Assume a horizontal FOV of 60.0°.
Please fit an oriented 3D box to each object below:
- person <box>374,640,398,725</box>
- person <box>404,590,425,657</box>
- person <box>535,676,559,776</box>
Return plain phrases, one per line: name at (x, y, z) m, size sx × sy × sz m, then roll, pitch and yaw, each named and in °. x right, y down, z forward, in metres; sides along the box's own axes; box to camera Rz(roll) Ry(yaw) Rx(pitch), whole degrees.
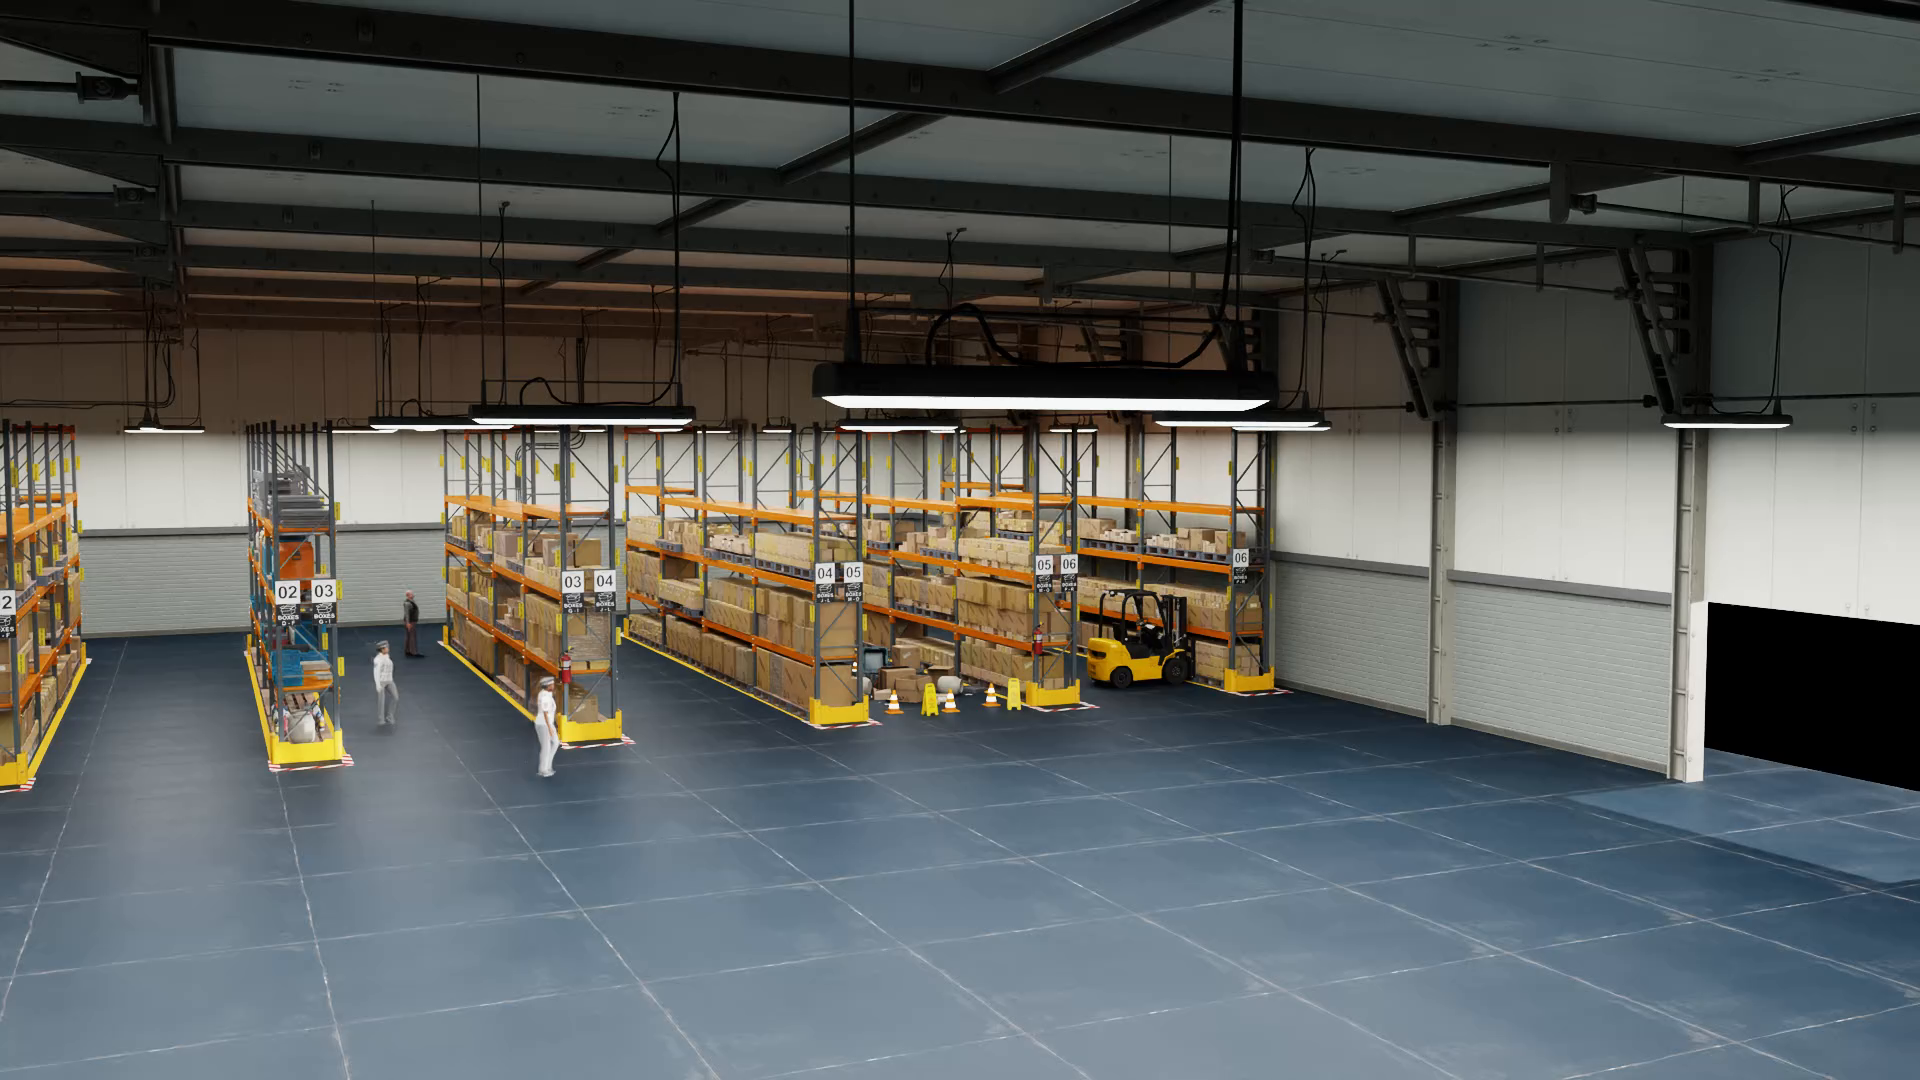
person at (-11.430, 2.849, 32.998) m, size 0.403 × 1.722 × 0.546 m, roll 2°, pitch 4°, yaw 34°
person at (-14.187, 2.167, 43.196) m, size 0.526 × 1.733 × 0.553 m, roll -1°, pitch 4°, yaw -15°
person at (-6.998, 3.162, 28.095) m, size 0.374 × 1.719 × 0.573 m, roll 0°, pitch 4°, yaw -3°
